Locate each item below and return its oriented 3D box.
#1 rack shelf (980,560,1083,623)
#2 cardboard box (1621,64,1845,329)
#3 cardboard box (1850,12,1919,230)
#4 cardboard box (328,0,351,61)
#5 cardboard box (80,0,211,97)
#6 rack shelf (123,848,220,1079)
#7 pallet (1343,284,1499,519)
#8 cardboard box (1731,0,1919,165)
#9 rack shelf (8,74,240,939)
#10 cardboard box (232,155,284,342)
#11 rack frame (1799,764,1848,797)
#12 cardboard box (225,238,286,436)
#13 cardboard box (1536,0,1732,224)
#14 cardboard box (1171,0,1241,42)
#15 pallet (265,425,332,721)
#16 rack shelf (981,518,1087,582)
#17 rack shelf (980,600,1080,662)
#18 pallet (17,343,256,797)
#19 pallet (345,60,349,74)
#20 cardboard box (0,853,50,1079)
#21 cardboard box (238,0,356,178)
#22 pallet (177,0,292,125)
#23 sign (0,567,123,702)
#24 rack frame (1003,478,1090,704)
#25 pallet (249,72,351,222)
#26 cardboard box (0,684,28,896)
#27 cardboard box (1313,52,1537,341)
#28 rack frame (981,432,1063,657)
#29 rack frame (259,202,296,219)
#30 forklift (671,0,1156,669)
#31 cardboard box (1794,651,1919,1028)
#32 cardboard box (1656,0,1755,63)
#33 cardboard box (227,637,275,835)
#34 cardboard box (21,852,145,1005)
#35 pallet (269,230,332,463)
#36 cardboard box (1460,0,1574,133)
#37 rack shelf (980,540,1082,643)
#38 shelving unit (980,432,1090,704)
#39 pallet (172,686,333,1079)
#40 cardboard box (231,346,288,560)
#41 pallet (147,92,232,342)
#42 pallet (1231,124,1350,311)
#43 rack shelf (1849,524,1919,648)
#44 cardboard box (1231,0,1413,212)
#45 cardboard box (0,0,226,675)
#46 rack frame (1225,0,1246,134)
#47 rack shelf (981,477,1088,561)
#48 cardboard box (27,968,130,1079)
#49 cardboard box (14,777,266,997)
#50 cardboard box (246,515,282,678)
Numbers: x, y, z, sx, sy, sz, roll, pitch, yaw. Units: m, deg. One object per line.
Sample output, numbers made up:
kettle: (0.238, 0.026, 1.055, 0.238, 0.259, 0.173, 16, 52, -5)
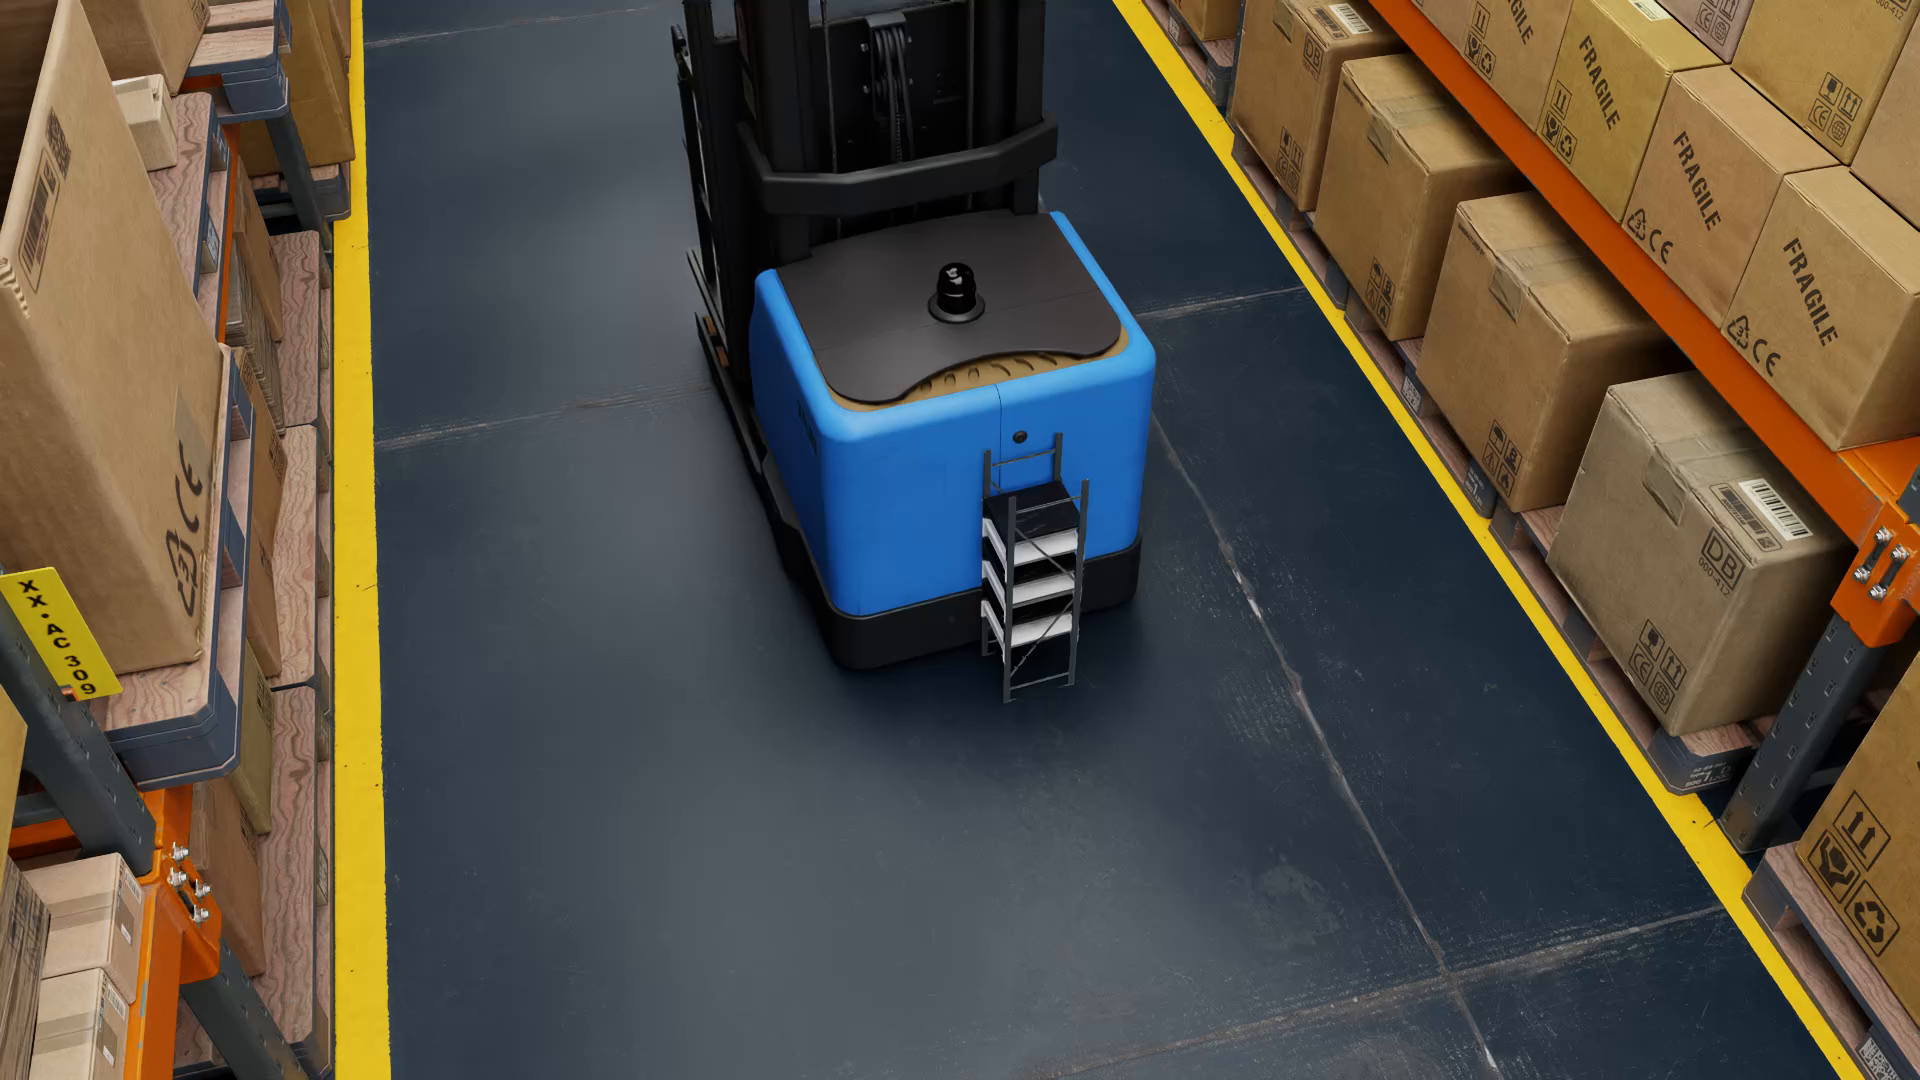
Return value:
rack shelf: (0.216, 0.126, 5.043, 0.258, 0.077, 0.200, -14, 47, -13)
cardboard box: (2.217, -0.956, 4.517, 0.500, 0.500, 0.500, -11, 47, -11)
cardboard box: (2.606, -0.988, 3.848, 0.700, 0.500, 0.500, -11, 47, -11)
cardboard box: (-3.483, -2.686, 7.476, 1.225, 0.875, 0.875, -11, 47, -10)
cardboard box: (-2.689, -1.635, 4.888, 0.700, 0.500, 0.500, -4, 46, -4)
rack shelf: (-1.570, 2.209, 1.989, 1.077, 0.370, 4.000, -11, 47, -10)
pallet: (2.152, -0.648, 6.237, 1.003, 0.211, 1.213, -11, 47, -10)
cardboard box: (2.472, -1.342, 4.195, 0.700, 0.500, 0.500, -11, 47, -11)
rack shelf: (-2.594, -0.553, 4.695, 1.077, 0.370, 4.000, -11, 47, -10)
cardboard box: (-2.915, -1.006, 6.077, 0.700, 0.500, 0.500, -13, 47, -12)
rack frame: (2.735, -0.260, 3.905, 0.949, 2.616, 0.053, -11, 47, -10)
cardboard box: (-2.761, -0.625, 5.704, 0.700, 0.500, 0.500, -14, 47, -14)
cardboard box: (2.088, -1.305, 4.859, 0.500, 0.500, 0.500, -10, 46, -10)
cardboard box: (1.293, -2.701, 7.753, 0.500, 0.500, 0.500, -11, 47, -11)
pallet: (-2.599, 0.171, 5.435, 1.003, 0.211, 1.213, -11, 47, -10)
rack shelf: (0.216, 0.000, 4.914, 0.258, 0.077, 0.200, -14, 47, -13)
rack shelf: (0.216, 0.252, 5.171, 0.258, 0.077, 0.200, -14, 47, -13)
pallet: (-2.137, 0.089, 3.697, 1.003, 0.211, 1.213, -11, 47, -10)
pallet: (-3.544, -2.608, 8.158, 1.003, 0.211, 1.213, -11, 47, -10)
cardboard box: (-2.026, 0.759, 2.628, 0.875, 0.500, 0.500, -11, 47, -10)
cardboard box: (-3.262, -2.069, 6.871, 1.225, 0.875, 0.875, -13, 47, -12)
pallet: (-2.821, -1.646, 5.397, 1.213, 0.211, 1.003, -11, 47, -10)
sign: (-1.559, 0.169, 2.878, 0.100, 0.325, 0.005, -11, 47, -10)
rack frame: (0.249, 0.172, 4.952, 0.240, 0.900, 0.006, -14, 47, -13)
pallet: (-3.235, -1.768, 7.334, 1.003, 0.211, 1.213, -11, 47, -10)
cardboard box: (-1.701, 0.347, 2.331, 0.500, 0.500, 0.500, -11, 47, -10)
cardboard box: (2.011, -1.342, 6.246, 1.050, 0.750, 0.750, -10, 46, -10)
rack frame: (0.182, 0.034, 5.086, 0.240, 0.900, 0.006, -14, 47, -13)
rack frame: (-3.103, -2.186, 5.792, 0.949, 2.616, 0.053, -11, 47, -10)
forklift: (-3.950, -1.432, 5.101, 8.118, 2.935, 4.693, -14, 47, -13)
cardboard box: (2.832, 0.783, 4.076, 0.875, 0.875, 0.875, -10, 46, -10)
cardboard box: (2.343, -1.691, 4.537, 0.700, 0.500, 0.500, -10, 46, -10)
cardboard box: (-2.322, 0.537, 4.566, 0.700, 0.500, 0.500, -11, 47, -11)
cardboard box: (-1.743, 0.759, 3.082, 0.380, 0.149, 0.250, -11, 47, -10)
pallet: (-10.761, -1.232, 6.809, 15.783, 0.211, 6.755, -11, 47, -10)
cardboard box: (1.956, -1.655, 5.202, 0.500, 0.500, 0.500, -11, 47, -11)
rack shelf: (0.216, 0.128, 5.045, 0.258, 0.252, 0.200, -14, 47, -13)
shelving unit: (6.651, -0.064, 3.577, 11.832, 3.194, 6.116, -14, 47, -13)
pallet: (-2.283, 1.015, 4.608, 1.003, 0.211, 1.213, -11, 47, -10)
cardboard box: (-2.609, -0.235, 5.322, 0.700, 0.500, 0.500, -7, 46, -7)
pallet: (-2.560, -0.759, 4.528, 1.003, 0.211, 1.213, -11, 47, -10)
pallet: (1.844, -1.488, 7.061, 1.003, 0.211, 1.213, -11, 47, -10)
rack shelf: (3.251, 1.372, 2.809, 1.077, 0.370, 4.000, -11, 47, -10)
cardboard box: (0.328, 0.007, 4.582, 5.455, 1.239, 5.693, -11, 47, -11)
cardboard box: (-2.150, -0.355, 3.284, 1.000, 1.000, 1.000, -10, 46, -10)
rack frame: (1.715, -3.023, 6.612, 1.000, 3.000, 0.127, -11, 47, -10)
rack shelf: (6.652, -0.289, 3.344, 11.832, 2.546, 6.111, -14, 47, -13)
cardboard box: (-1.688, 0.933, 2.911, 0.380, 0.149, 0.250, -11, 47, -10)
cardboard box: (-2.218, 0.869, 4.240, 0.700, 0.500, 0.500, -14, 47, -13)
cardboard box: (-2.466, 0.150, 4.945, 0.700, 0.500, 0.500, -14, 47, -14)
